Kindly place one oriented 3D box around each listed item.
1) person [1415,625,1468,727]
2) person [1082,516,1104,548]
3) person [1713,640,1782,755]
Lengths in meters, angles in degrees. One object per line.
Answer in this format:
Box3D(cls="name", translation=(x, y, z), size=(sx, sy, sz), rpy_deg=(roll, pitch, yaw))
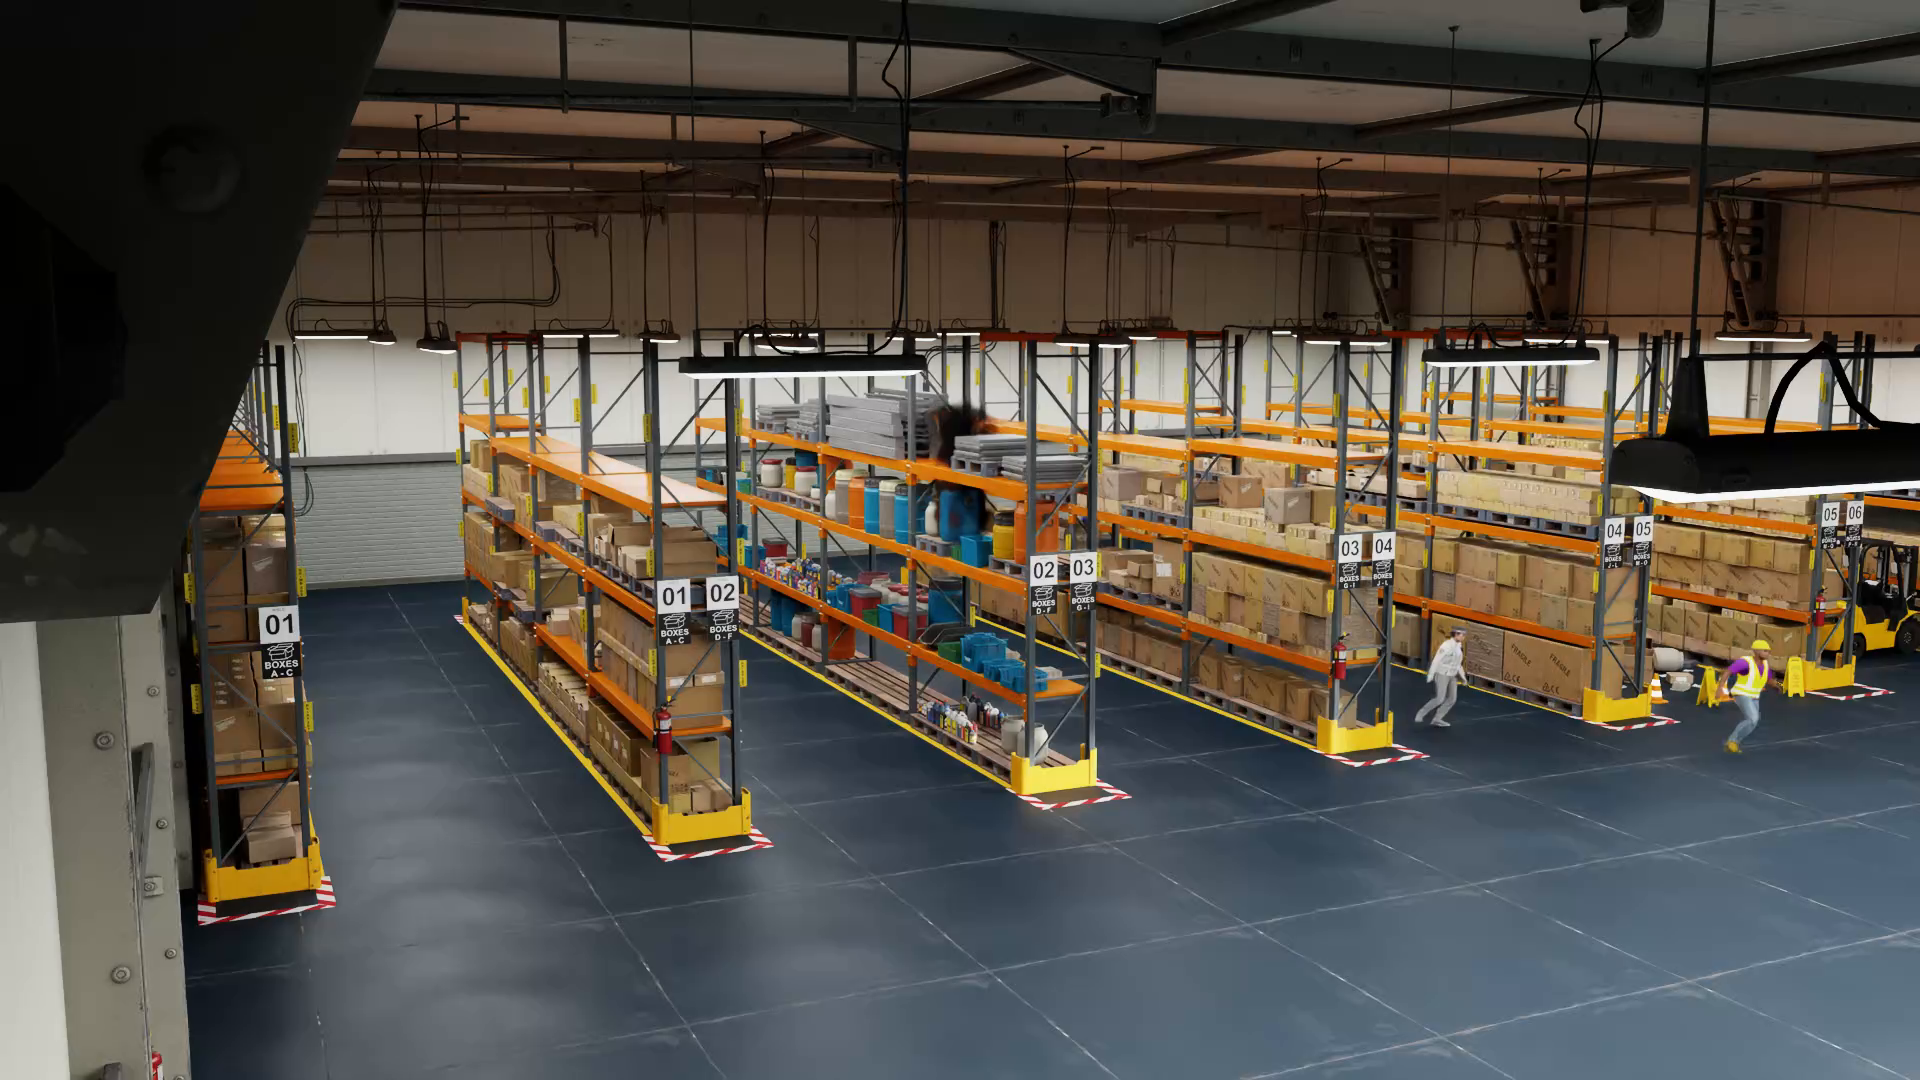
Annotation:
Box3D(cls="person", translation=(7.439, 2.093, 25.647), size=(0.620, 1.585, 0.740), rpy_deg=(8, 11, 44))
Box3D(cls="person", translation=(3.478, -0.234, 43.376), size=(0.568, 1.560, 0.931), rpy_deg=(7, 10, 42))
Box3D(cls="person", translation=(11.472, 2.294, 24.074), size=(0.894, 1.675, 0.666), rpy_deg=(-5, 9, -33))
